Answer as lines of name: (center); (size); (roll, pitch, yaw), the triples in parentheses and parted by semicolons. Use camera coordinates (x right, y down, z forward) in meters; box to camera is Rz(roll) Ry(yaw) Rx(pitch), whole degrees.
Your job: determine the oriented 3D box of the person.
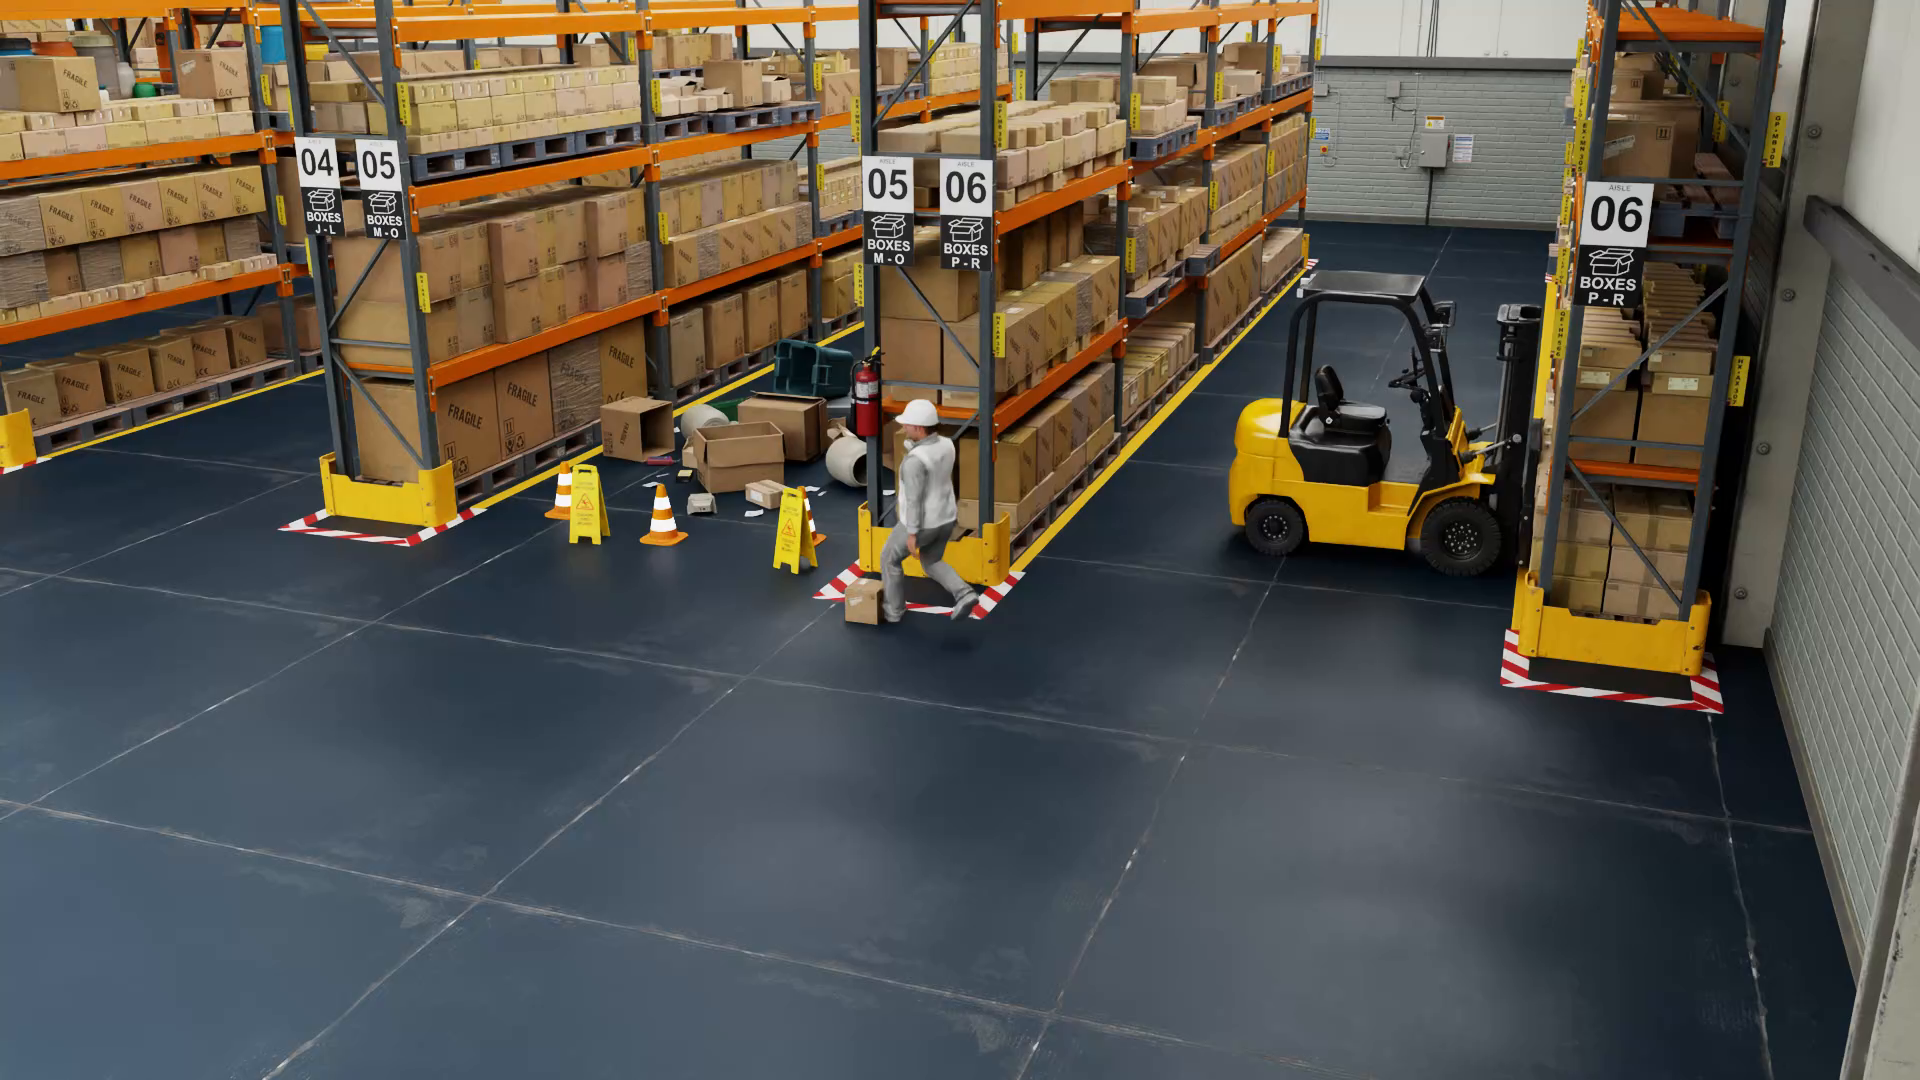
person: (-0.300, -0.177, 11.675); (0.909, 1.693, 0.533); (14, 23, 35)
